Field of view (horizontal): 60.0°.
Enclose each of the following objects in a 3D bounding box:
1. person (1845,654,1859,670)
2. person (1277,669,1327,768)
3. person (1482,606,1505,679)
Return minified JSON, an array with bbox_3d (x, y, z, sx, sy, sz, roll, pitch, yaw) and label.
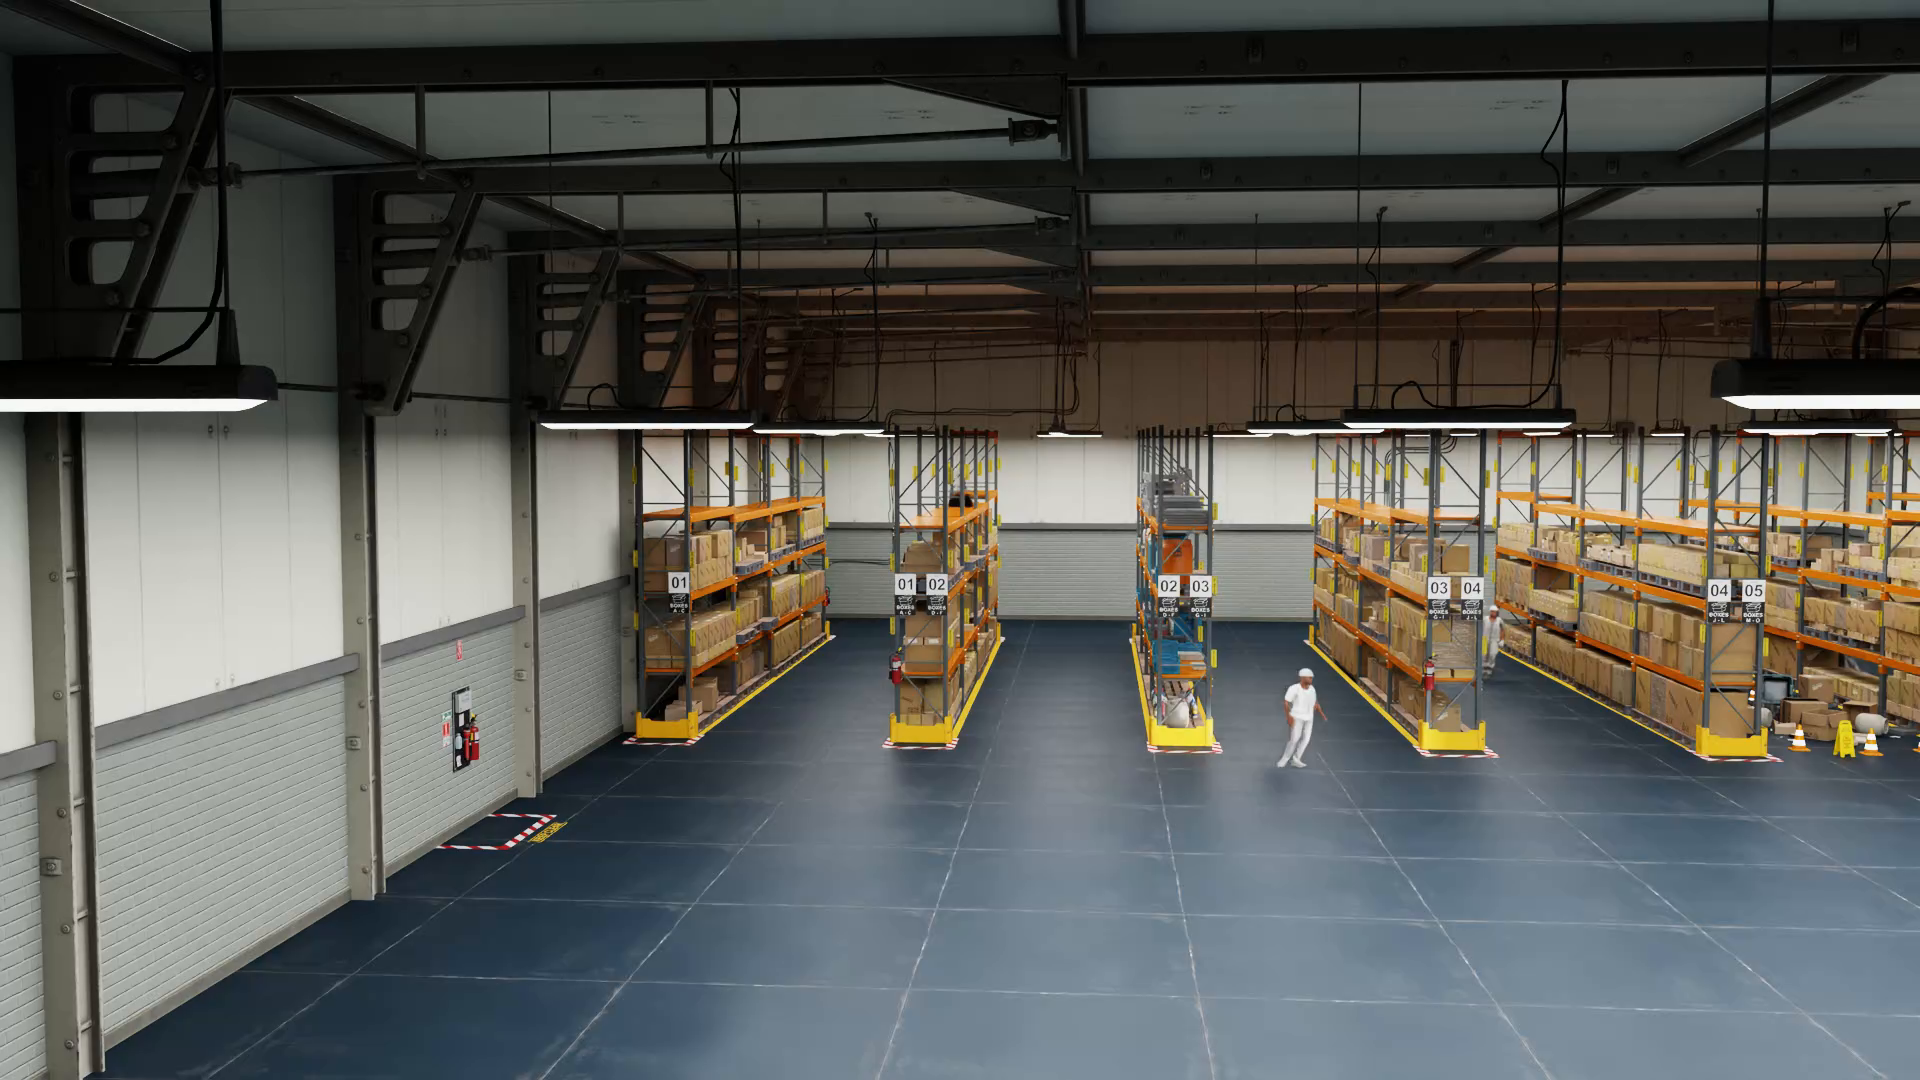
[{"bbox_3d":[21.454,2.605,40.083,0.539,1.439,0.574,0,3,-4],"label":"person"},{"bbox_3d":[5.931,3.112,28.953,0.799,1.741,0.567,-2,4,-30],"label":"person"},{"bbox_3d":[12.679,2.426,39.700,0.604,1.748,0.675,2,4,28],"label":"person"}]
